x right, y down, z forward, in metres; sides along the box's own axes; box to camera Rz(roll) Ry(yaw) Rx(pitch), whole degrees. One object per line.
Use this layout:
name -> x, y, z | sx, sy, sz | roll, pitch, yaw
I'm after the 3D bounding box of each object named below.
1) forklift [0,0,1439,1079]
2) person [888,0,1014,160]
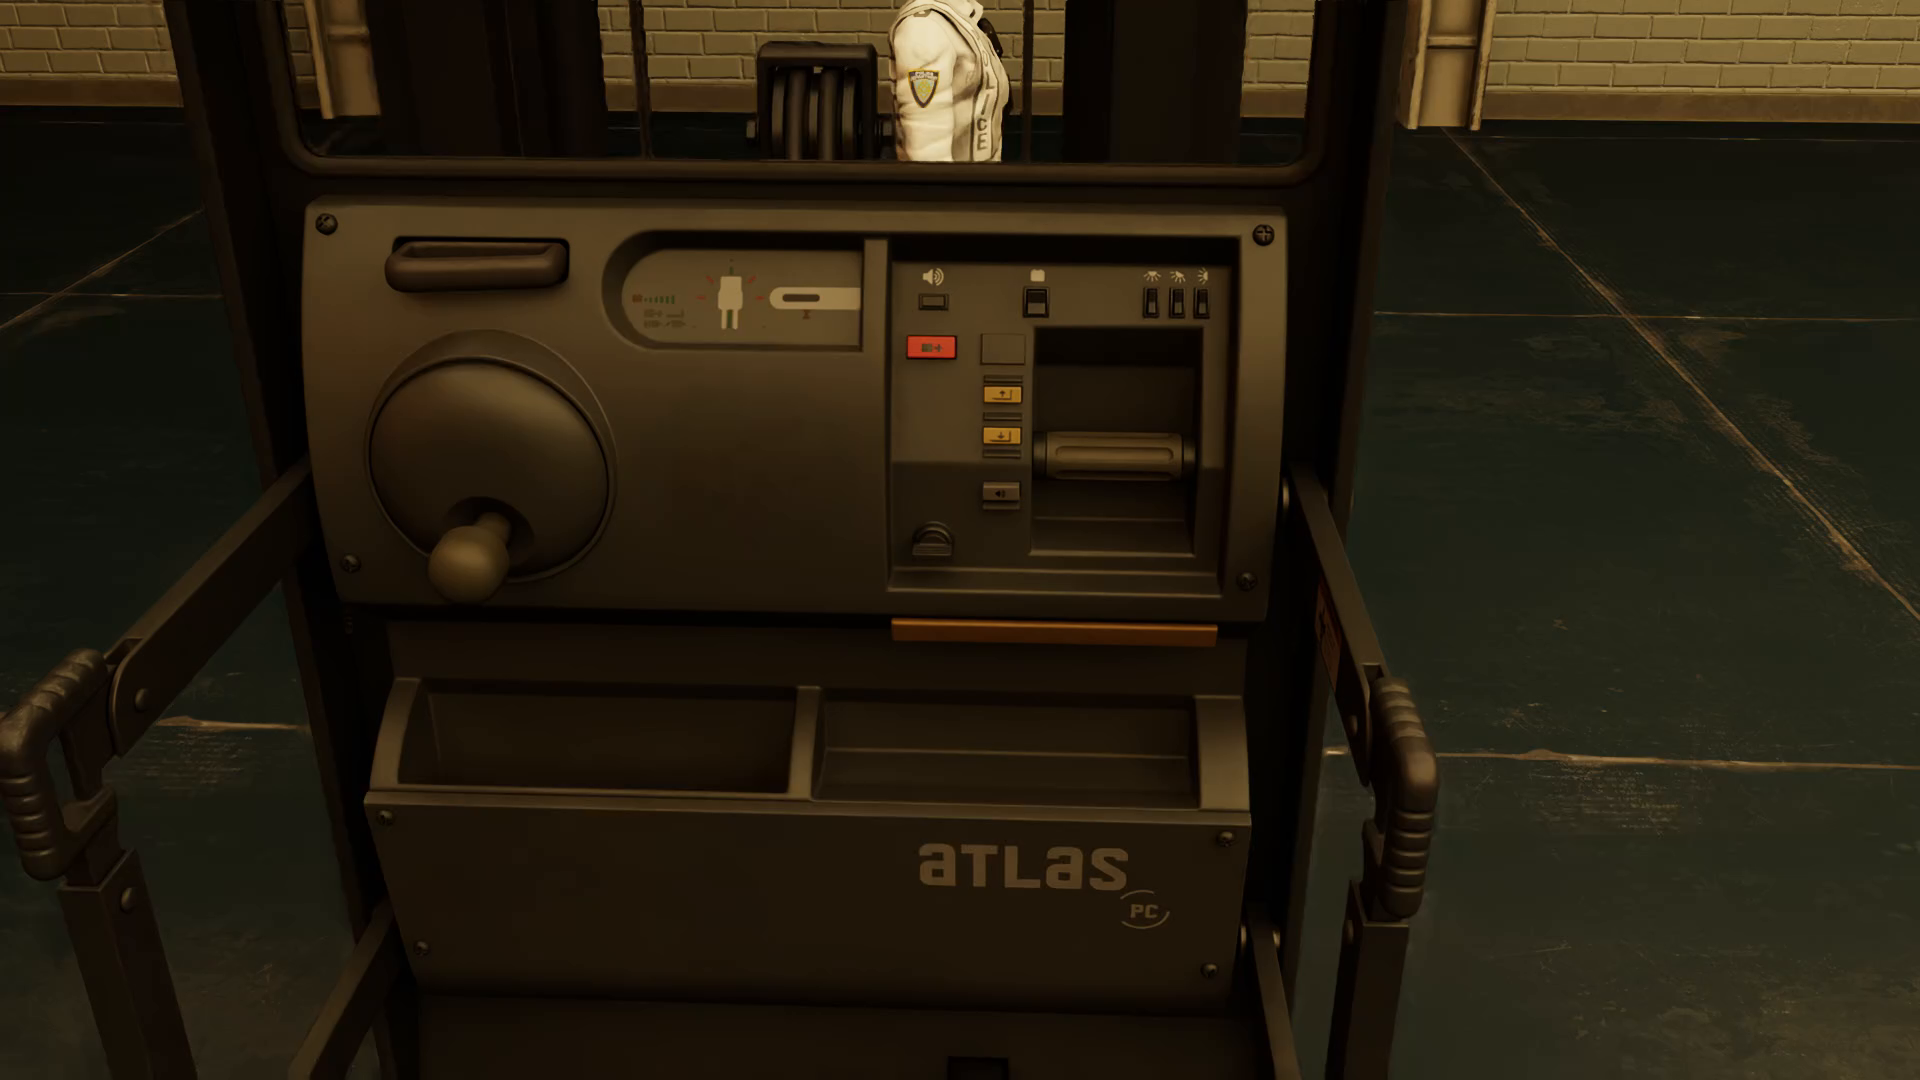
forklift -> -0.167, -0.091, 1.393 | 1.130, 2.935, 3.031 | 1, 26, 2
person -> 0.068, -0.762, 4.135 | 0.531, 1.695, 0.588 | 1, 26, 2
